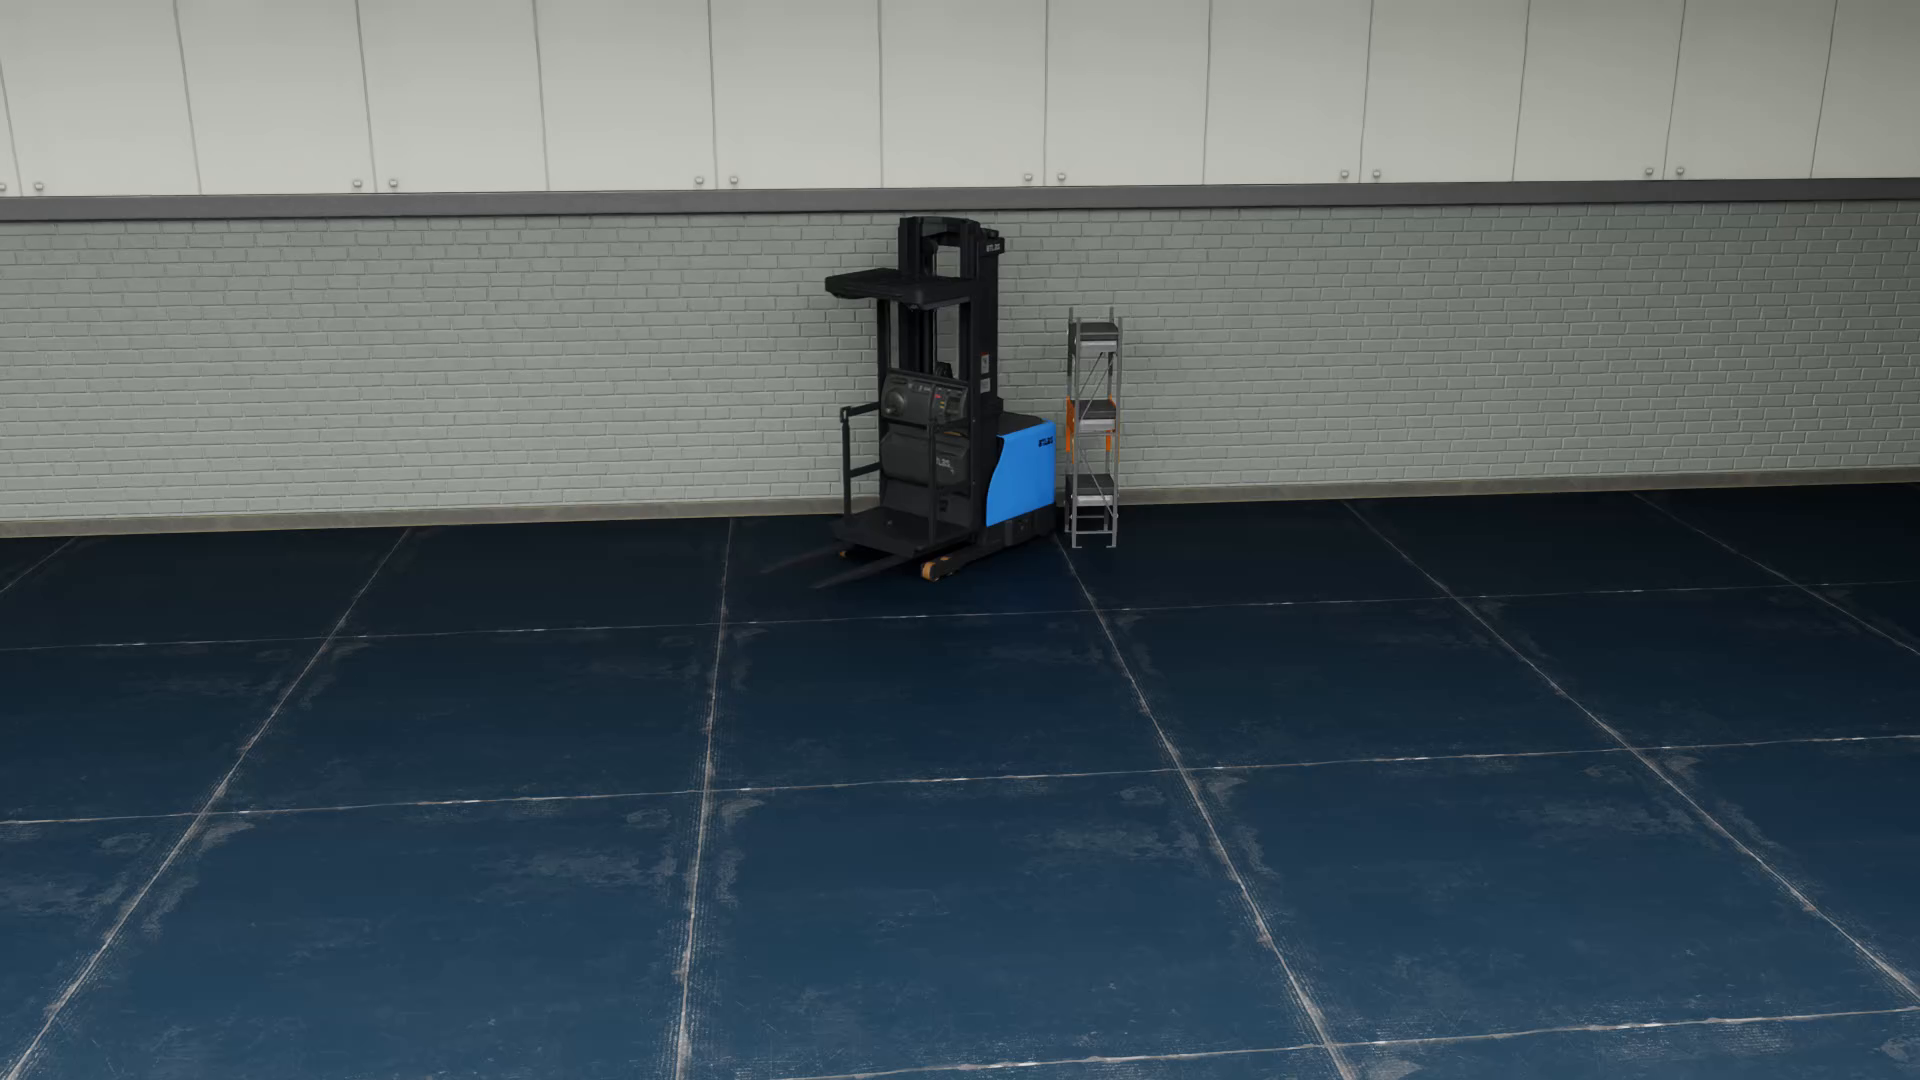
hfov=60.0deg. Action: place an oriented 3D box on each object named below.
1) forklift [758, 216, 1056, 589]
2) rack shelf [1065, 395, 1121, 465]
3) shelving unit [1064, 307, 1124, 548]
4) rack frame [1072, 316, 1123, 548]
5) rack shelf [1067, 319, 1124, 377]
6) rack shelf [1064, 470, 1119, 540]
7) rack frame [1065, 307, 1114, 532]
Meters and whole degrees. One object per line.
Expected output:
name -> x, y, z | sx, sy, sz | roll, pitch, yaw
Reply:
forklift -> -0.441, -1.214, 14.223 | 1.130, 2.935, 3.031 | 14, 22, 38
rack shelf -> 1.193, -0.993, 14.955 | 0.431, 0.518, 0.480 | -1, 17, -4
shelving unit -> 1.193, -1.006, 14.950 | 0.431, 2.100, 0.503 | -1, 17, -4
rack frame -> 1.211, -0.934, 14.718 | 0.400, 2.100, 0.015 | -1, 17, -4
rack shelf -> 1.193, -1.661, 14.745 | 0.431, 0.518, 0.480 | -1, 17, -4
rack shelf -> 1.193, -0.326, 15.164 | 0.431, 0.518, 0.480 | -1, 17, -4
rack frame -> 1.175, -1.079, 15.183 | 0.400, 2.100, 0.015 | -1, 17, -4
